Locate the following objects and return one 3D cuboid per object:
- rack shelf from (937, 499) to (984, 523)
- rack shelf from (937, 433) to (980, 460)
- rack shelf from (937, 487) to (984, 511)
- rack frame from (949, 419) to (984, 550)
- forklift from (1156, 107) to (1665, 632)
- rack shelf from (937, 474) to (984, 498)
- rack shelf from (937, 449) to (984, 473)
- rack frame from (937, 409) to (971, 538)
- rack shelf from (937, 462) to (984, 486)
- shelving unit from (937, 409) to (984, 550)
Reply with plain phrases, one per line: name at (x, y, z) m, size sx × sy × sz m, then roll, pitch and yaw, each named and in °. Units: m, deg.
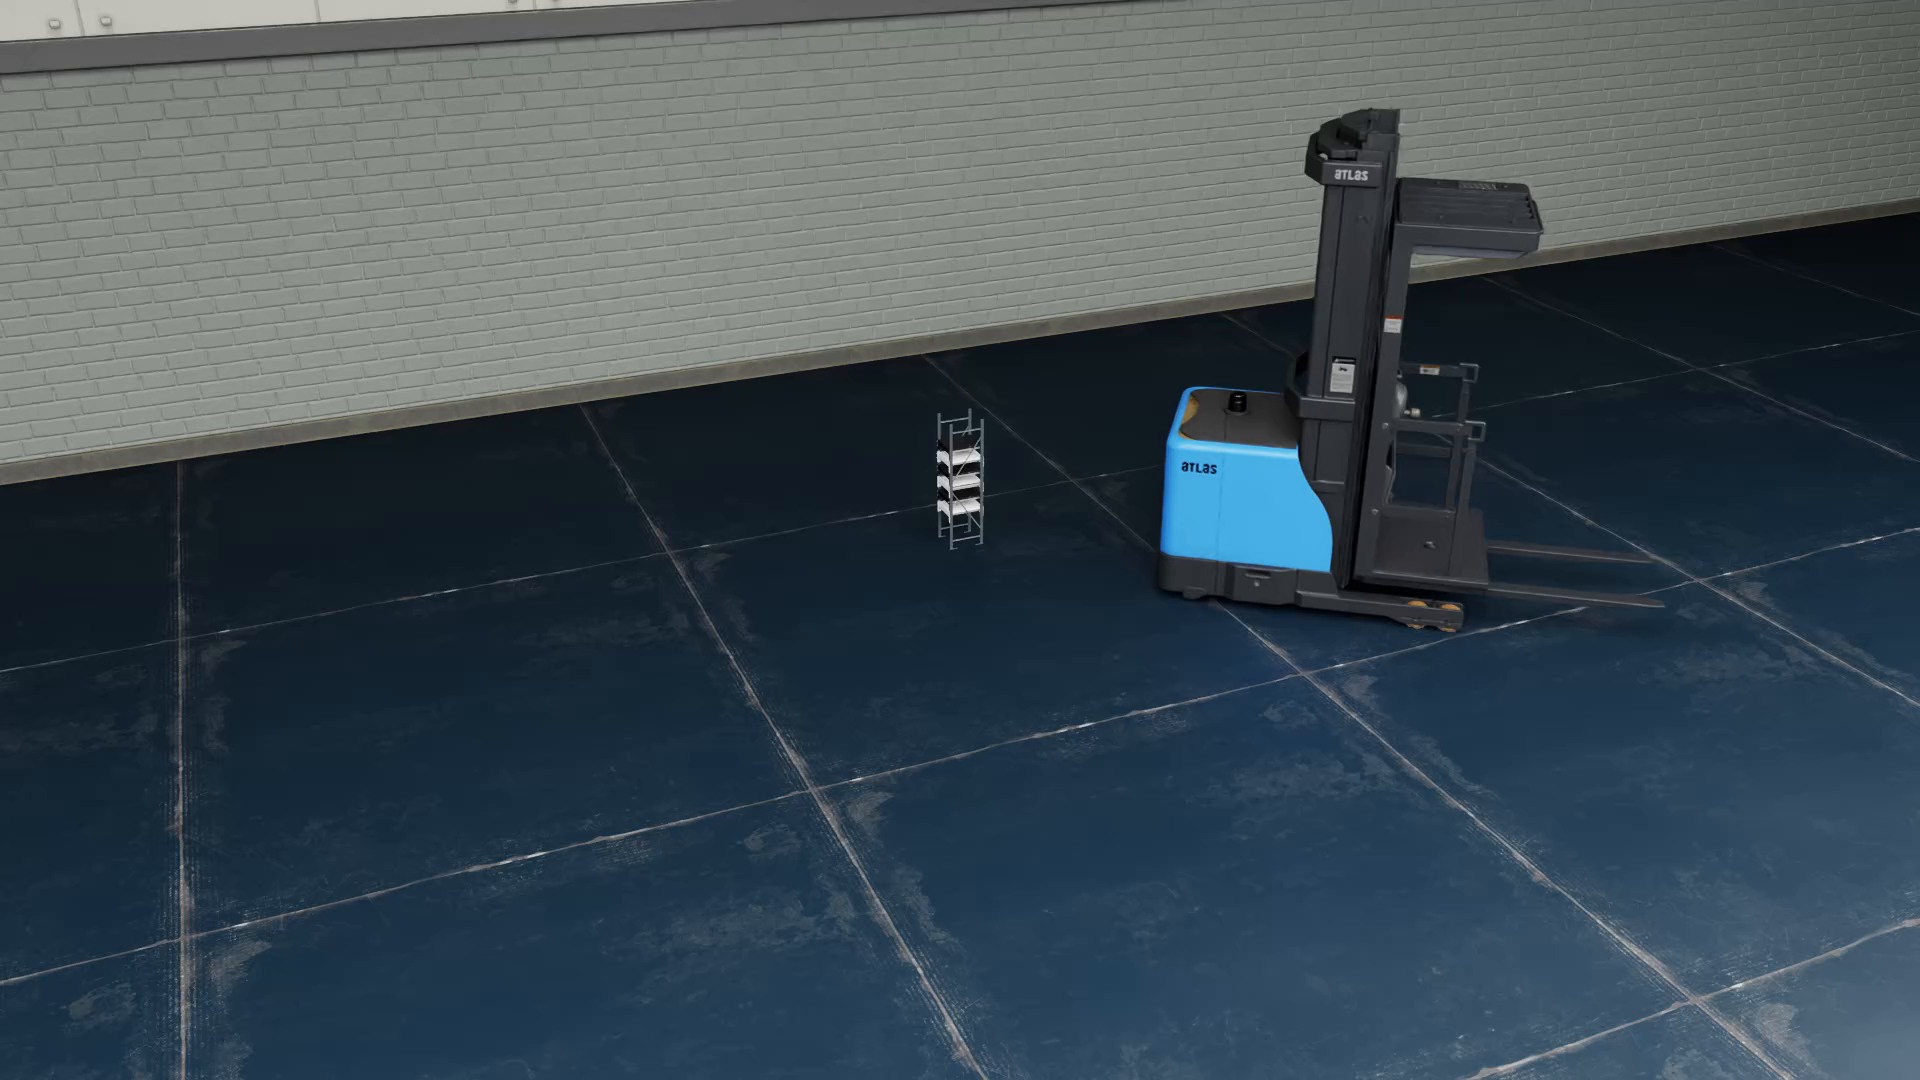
rack shelf at (0.003, -0.209, 11.139) m, size 0.258 × 0.077 × 0.200 m, roll -11°, pitch 28°, yaw -21°
rack shelf at (0.003, -0.614, 10.942) m, size 0.258 × 0.077 × 0.200 m, roll -11°, pitch 28°, yaw -21°
rack shelf at (0.003, -0.290, 11.100) m, size 0.258 × 0.077 × 0.200 m, roll -11°, pitch 28°, yaw -21°
rack frame at (0.043, -0.360, 10.962) m, size 0.240 × 0.900 × 0.006 m, roll -11°, pitch 28°, yaw -21°
forklift at (2.814, -1.015, 9.987) m, size 3.031 × 2.935 × 1.130 m, roll 6°, pitch 27°, yaw 12°
rack shelf at (0.003, -0.371, 11.060) m, size 0.258 × 0.077 × 0.200 m, roll -11°, pitch 28°, yaw -21°
rack shelf at (0.003, -0.533, 10.981) m, size 0.258 × 0.077 × 0.200 m, roll -11°, pitch 28°, yaw -21°
rack frame at (-0.037, -0.442, 11.130) m, size 0.240 × 0.900 × 0.006 m, roll -11°, pitch 28°, yaw -21°
rack shelf at (0.003, -0.452, 11.021) m, size 0.258 × 0.077 × 0.200 m, roll -11°, pitch 28°, yaw -21°
shelving unit at (0.003, -0.401, 11.046) m, size 0.258 × 0.900 × 0.210 m, roll -11°, pitch 28°, yaw -21°
